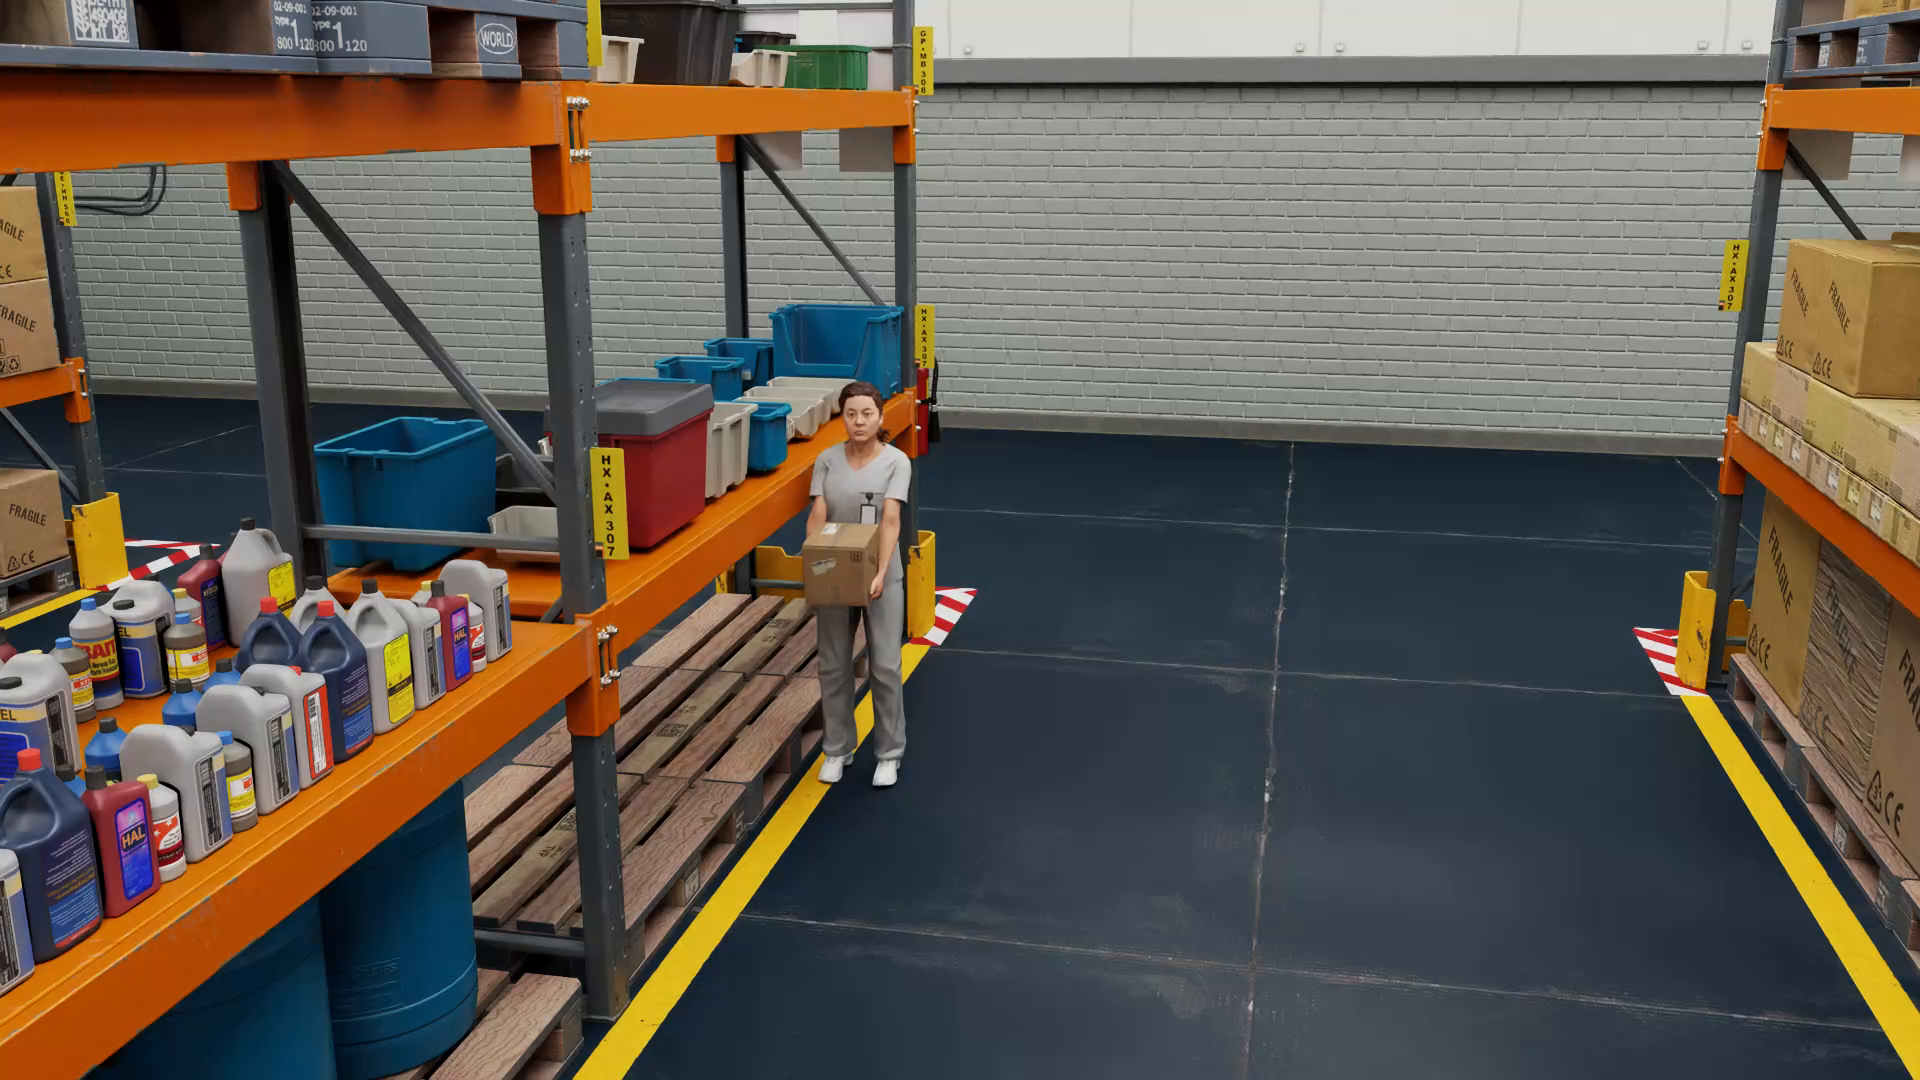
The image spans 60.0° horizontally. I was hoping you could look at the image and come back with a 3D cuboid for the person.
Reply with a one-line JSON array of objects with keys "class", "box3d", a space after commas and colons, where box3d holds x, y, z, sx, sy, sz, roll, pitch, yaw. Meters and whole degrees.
[{"class": "person", "box3d": [-0.419, 0.199, 6.783, 0.409, 1.668, 0.536, 3, 15, 11]}]
